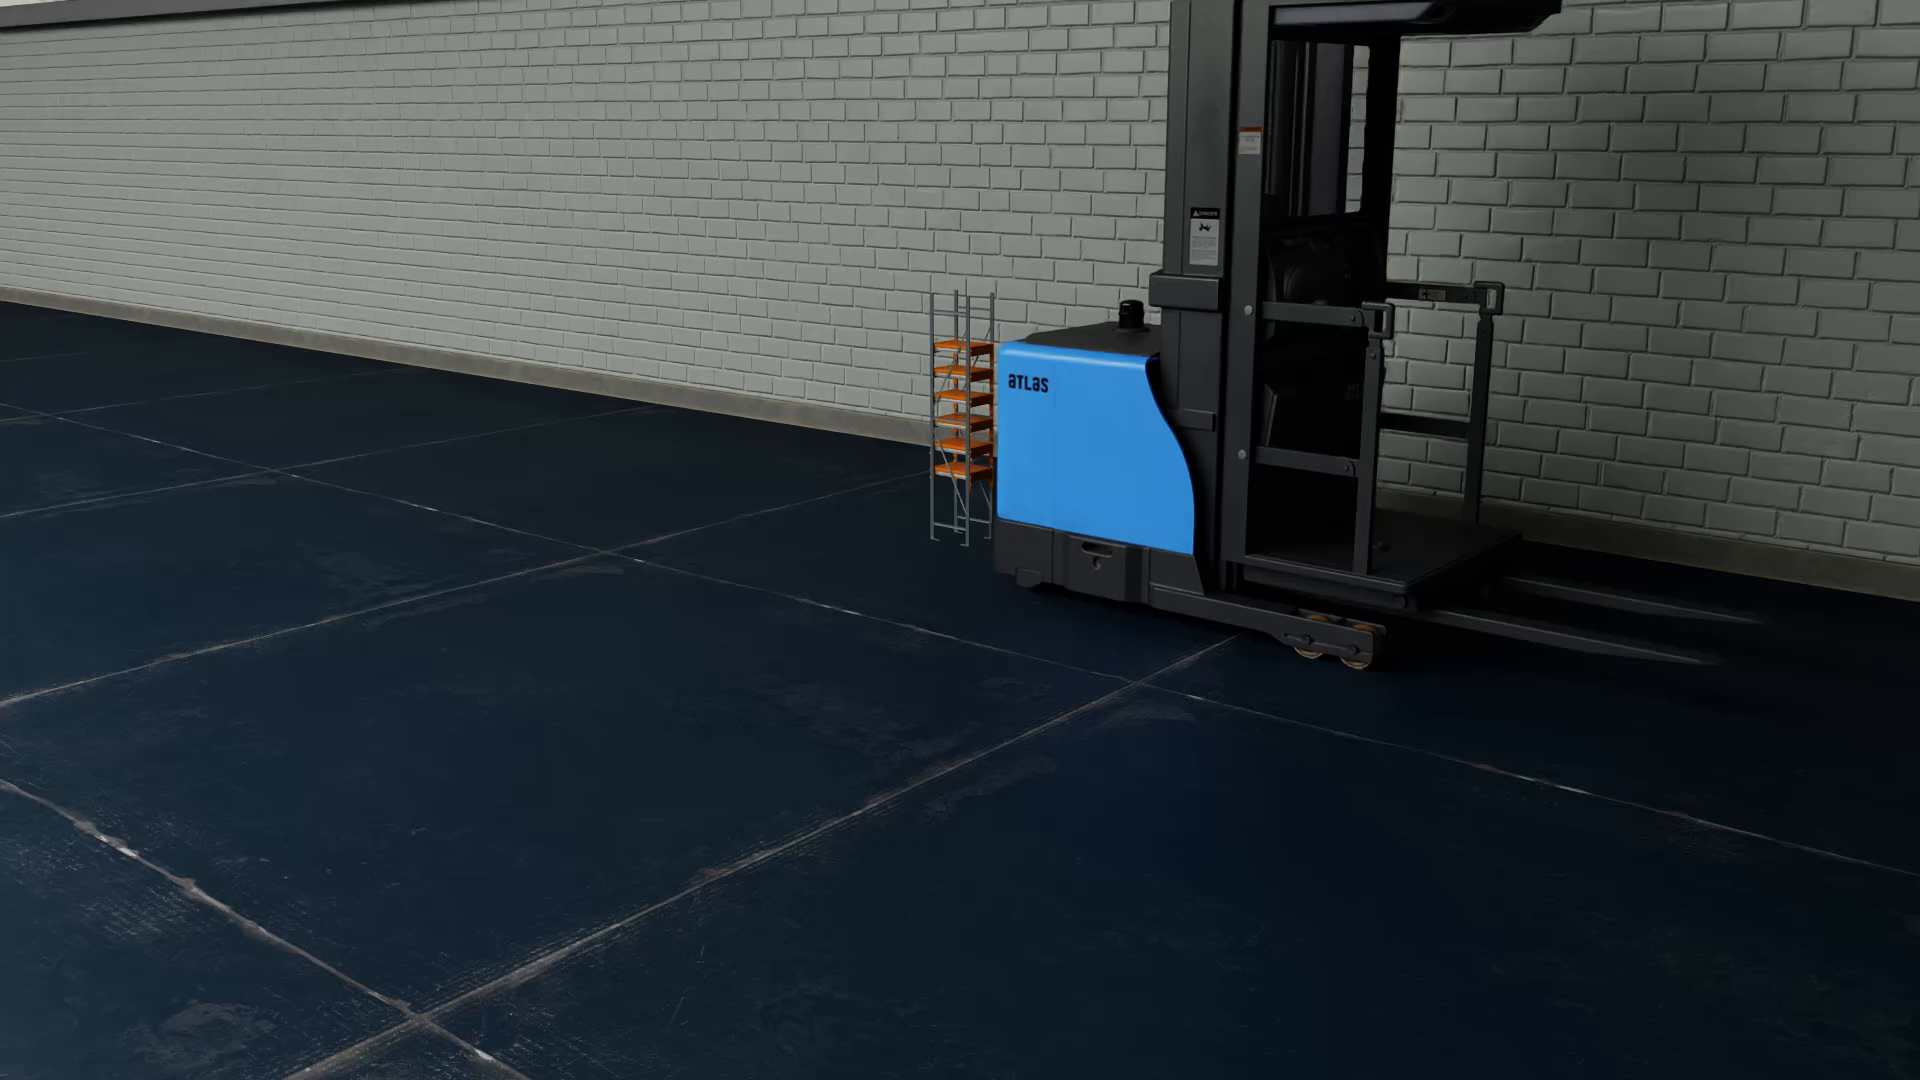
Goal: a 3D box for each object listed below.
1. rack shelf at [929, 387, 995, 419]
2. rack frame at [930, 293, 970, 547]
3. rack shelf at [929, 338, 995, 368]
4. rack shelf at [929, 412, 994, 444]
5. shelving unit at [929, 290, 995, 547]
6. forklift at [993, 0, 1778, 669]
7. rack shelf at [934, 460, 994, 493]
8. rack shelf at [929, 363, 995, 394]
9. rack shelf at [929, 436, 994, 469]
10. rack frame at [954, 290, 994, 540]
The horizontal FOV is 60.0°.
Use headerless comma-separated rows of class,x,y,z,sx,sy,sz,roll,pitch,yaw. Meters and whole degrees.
rack shelf,0.009,-0.658,7.968,0.258,0.103,0.180,11,18,38
rack frame,-0.048,-0.567,7.917,0.240,1.200,0.006,11,18,38
rack shelf,0.009,-0.890,7.908,0.258,0.103,0.180,11,18,38
rack shelf,0.009,-0.541,7.997,0.258,0.103,0.180,11,18,38
shelving unit,0.009,-0.584,7.986,0.258,1.200,0.189,11,18,38
forklift,1.603,-1.084,6.438,3.031,2.935,1.130,12,18,38
rack shelf,0.009,-0.309,8.056,0.258,0.103,0.180,11,18,38
rack shelf,0.009,-0.774,7.938,0.258,0.103,0.180,11,18,38
rack shelf,0.009,-0.425,8.027,0.258,0.103,0.180,11,18,38
rack frame,0.067,-0.602,8.055,0.240,1.200,0.006,11,18,38
